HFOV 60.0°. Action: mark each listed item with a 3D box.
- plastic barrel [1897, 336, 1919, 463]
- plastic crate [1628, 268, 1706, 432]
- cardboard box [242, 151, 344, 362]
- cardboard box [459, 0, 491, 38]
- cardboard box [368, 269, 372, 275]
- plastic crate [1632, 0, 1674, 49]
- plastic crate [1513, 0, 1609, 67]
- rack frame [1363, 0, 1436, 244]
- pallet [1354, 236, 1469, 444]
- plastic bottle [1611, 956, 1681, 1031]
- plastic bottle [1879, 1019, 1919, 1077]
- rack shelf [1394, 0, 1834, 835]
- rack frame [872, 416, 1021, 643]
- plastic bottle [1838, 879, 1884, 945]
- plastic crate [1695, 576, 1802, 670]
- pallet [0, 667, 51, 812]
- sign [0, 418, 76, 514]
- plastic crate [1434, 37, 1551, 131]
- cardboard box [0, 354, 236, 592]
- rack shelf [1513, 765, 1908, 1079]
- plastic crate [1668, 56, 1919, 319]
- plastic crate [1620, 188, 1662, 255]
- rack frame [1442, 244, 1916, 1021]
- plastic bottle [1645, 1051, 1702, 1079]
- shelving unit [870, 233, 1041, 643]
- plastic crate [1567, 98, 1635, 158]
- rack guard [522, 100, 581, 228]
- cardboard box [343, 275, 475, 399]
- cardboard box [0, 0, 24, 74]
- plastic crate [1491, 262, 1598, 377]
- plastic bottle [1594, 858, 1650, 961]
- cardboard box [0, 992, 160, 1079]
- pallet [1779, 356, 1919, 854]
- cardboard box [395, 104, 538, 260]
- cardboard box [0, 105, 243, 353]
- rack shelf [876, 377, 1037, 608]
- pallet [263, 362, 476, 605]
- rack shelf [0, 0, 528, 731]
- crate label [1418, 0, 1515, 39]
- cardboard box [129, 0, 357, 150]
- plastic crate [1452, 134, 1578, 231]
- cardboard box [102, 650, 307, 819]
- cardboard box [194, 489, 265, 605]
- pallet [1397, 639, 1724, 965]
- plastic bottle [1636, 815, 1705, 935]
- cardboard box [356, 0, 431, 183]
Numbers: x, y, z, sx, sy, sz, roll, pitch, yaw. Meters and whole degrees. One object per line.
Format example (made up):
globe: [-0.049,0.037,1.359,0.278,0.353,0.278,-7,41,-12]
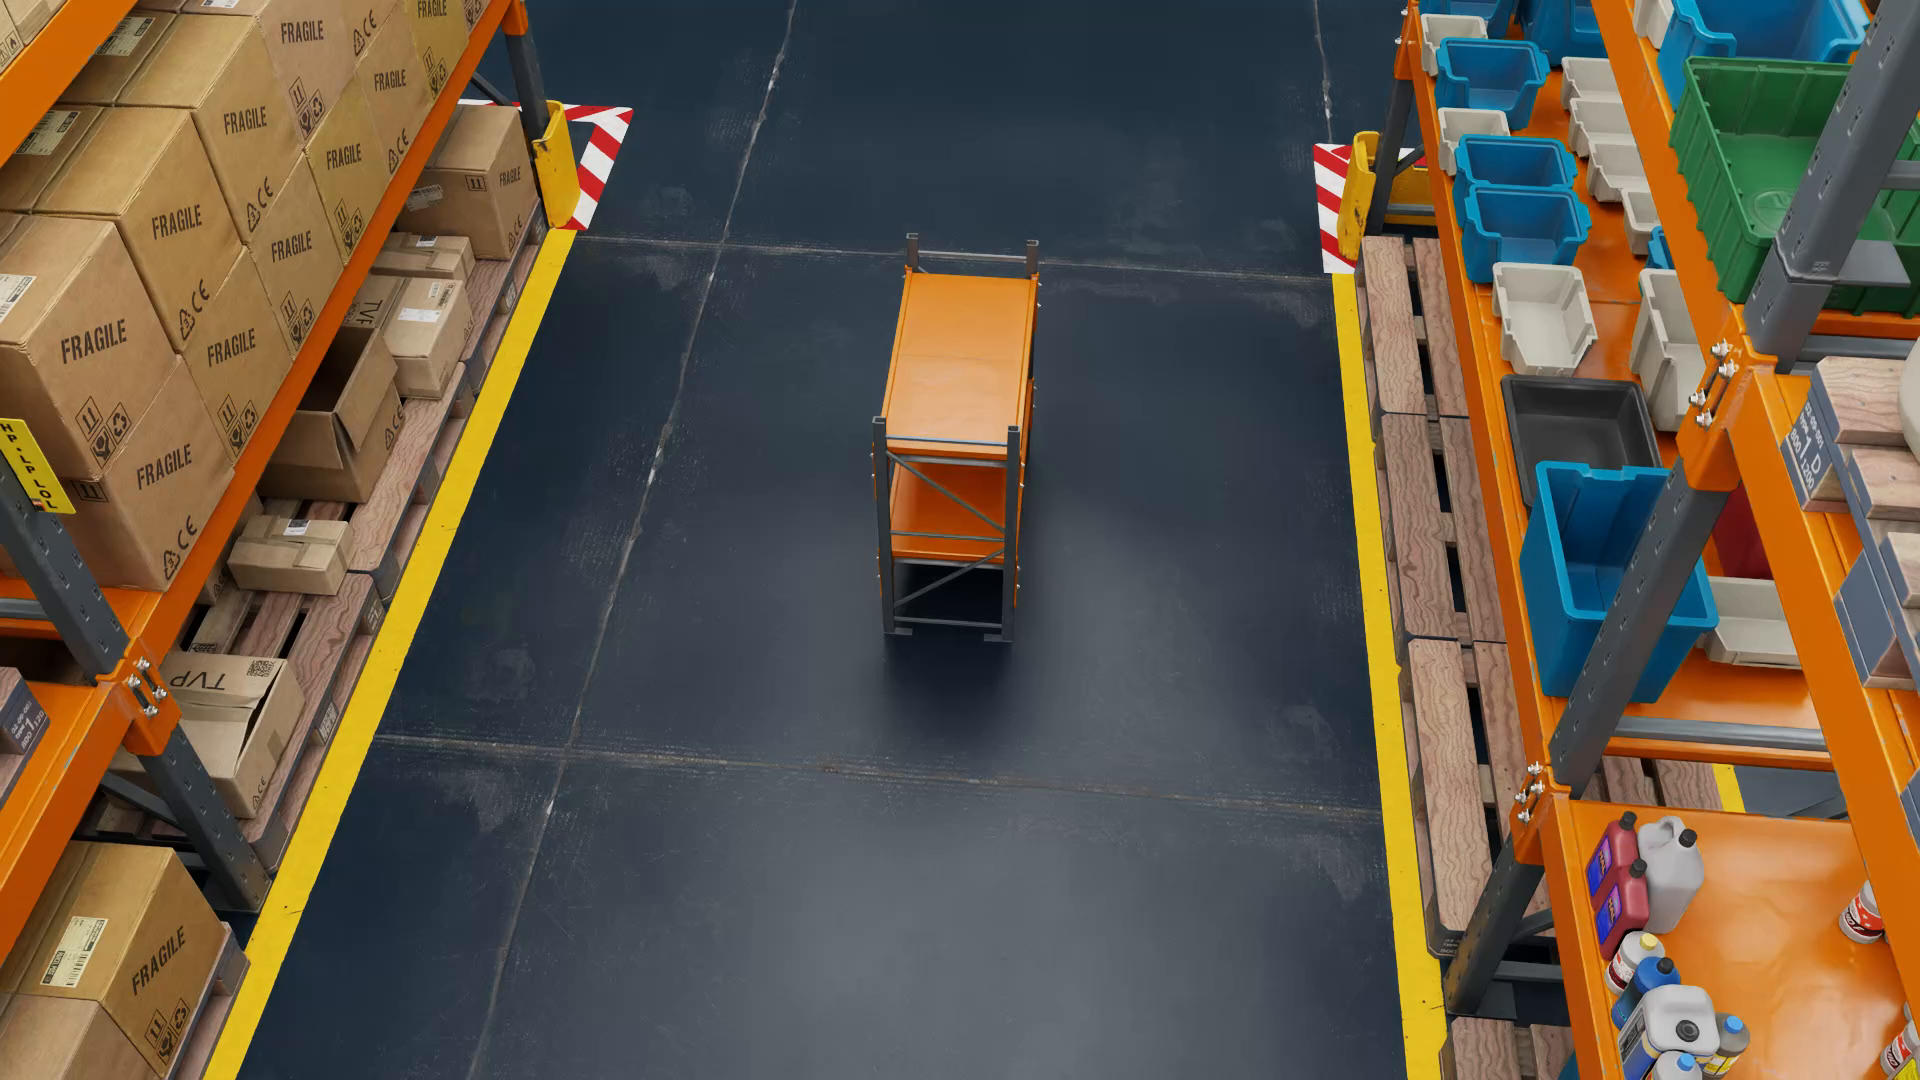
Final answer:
plastic barrel: [1.777,-0.319,2.626,0.433,0.535,0.433,0,48,0]
plastic crate: [2.397,-0.579,5.313,0.437,0.282,0.530,4,48,4]
cardboard box: [-2.448,-0.959,5.553,0.500,0.500,0.500,4,48,3]
cardboard box: [-2.263,-2.451,6.917,0.500,0.500,0.500,5,48,5]
cardboard box: [-2.871,-1.237,7.440,0.500,0.250,0.500,4,48,4]
plastic crate: [1.812,-1.373,4.145,0.293,0.136,0.466,4,48,4]
plastic crate: [2.595,-2.202,6.693,0.616,0.435,0.499,4,48,4]
rack frame: [2.439,-2.429,6.964,1.000,3.000,0.127,4,48,4]
pallet: [2.326,-0.884,7.442,1.003,0.211,1.213,4,48,4]
plastic bottle: [1.603,1.050,3.870,0.097,0.271,0.097,0,48,0]
plastic bottle: [2.202,1.163,3.814,0.097,0.201,0.097,0,48,0]
rack shelf: [2.257,-0.716,5.886,1.077,0.370,4.000,4,48,4]
rack frame: [-0.046,-0.011,6.024,0.500,1.125,0.032,4,48,4]
plastic bottle: [2.235,0.894,4.060,0.097,0.201,0.097,0,48,0]
plastic crate: [2.260,0.247,4.655,0.396,0.136,0.243,4,48,4]
pallet: [-3.039,0.819,4.124,1.003,0.211,1.213,4,48,4]
sign: [-2.305,-0.181,4.124,0.100,0.325,0.005,4,48,4]
plastic crate: [2.029,-1.749,6.416,0.416,0.233,0.300,4,48,4]
cardboard box: [-2.540,-0.215,4.872,0.500,0.500,0.500,5,48,5]
rack shelf: [1.893,2.223,3.197,1.077,0.370,4.000,4,48,4]
plastic crate: [1.812,-0.762,3.551,0.450,0.188,0.662,4,48,4]
plastic crate: [2.495,-1.111,5.898,0.298,0.136,0.250,4,48,4]
rack frame: [2.075,0.511,4.276,1.000,3.000,0.127,4,48,4]
plastic bottle: [1.582,1.221,3.714,0.097,0.271,0.097,0,48,0]
shelving unit: [0.001,-0.385,6.365,0.538,1.125,1.048,4,48,4]
plastic crate: [2.505,-1.537,6.287,0.396,0.136,0.243,4,48,4]
rack guard: [-2.500,-1.865,8.143,1.175,0.500,0.348,4,48,4]
cardboard box: [-2.414,-0.873,7.107,0.500,0.250,0.500,4,48,4]
cardboard box: [-2.567,-1.128,3.843,0.500,0.250,0.500,4,48,4]
plastic crate: [1.934,-0.720,5.540,0.293,0.136,0.466,4,48,4]
plastic bottle: [1.604,0.889,4.009,0.061,0.283,0.133,4,48,4]
cardboard box: [-2.671,1.615,4.662,0.500,0.500,0.500,4,48,4]
pallet: [2.101,0.145,2.706,1.213,0.211,1.003,4,48,4]
cardboard box: [-2.297,-1.653,7.651,0.500,0.500,0.500,4,48,4]
cardboard box: [-2.488,-0.903,4.824,0.500,0.500,0.500,3,48,2]
rack shelf: [0.001,-0.220,6.546,0.538,0.278,1.000,4,48,4]
pallet: [-2.685,-0.288,6.896,1.003,0.211,1.213,4,48,4]
rack shelf: [-2.675,-1.052,6.193,1.077,0.370,4.000,4,48,4]
crate label: [2.089,-2.233,6.858,0.416,0.233,0.303,4,48,4]
cardboard box: [-2.394,-1.660,5.516,0.500,0.500,0.500,5,48,5]
plastic crate: [1.969,-1.266,5.974,0.416,0.233,0.300,4,48,4]
cardboard box: [-2.604,0.640,5.682,0.500,0.311,0.500,4,48,4]
cardboard box: [-3.020,-0.055,6.318,0.500,0.311,0.500,4,48,4]
pallet: [2.103,0.909,5.802,1.003,0.211,1.213,4,48,4]
plastic bottle: [1.716,0.794,4.050,0.144,0.351,0.185,4,48,4]
cardboard box: [-2.358,-1.703,6.233,0.500,0.500,0.500,4,48,4]
